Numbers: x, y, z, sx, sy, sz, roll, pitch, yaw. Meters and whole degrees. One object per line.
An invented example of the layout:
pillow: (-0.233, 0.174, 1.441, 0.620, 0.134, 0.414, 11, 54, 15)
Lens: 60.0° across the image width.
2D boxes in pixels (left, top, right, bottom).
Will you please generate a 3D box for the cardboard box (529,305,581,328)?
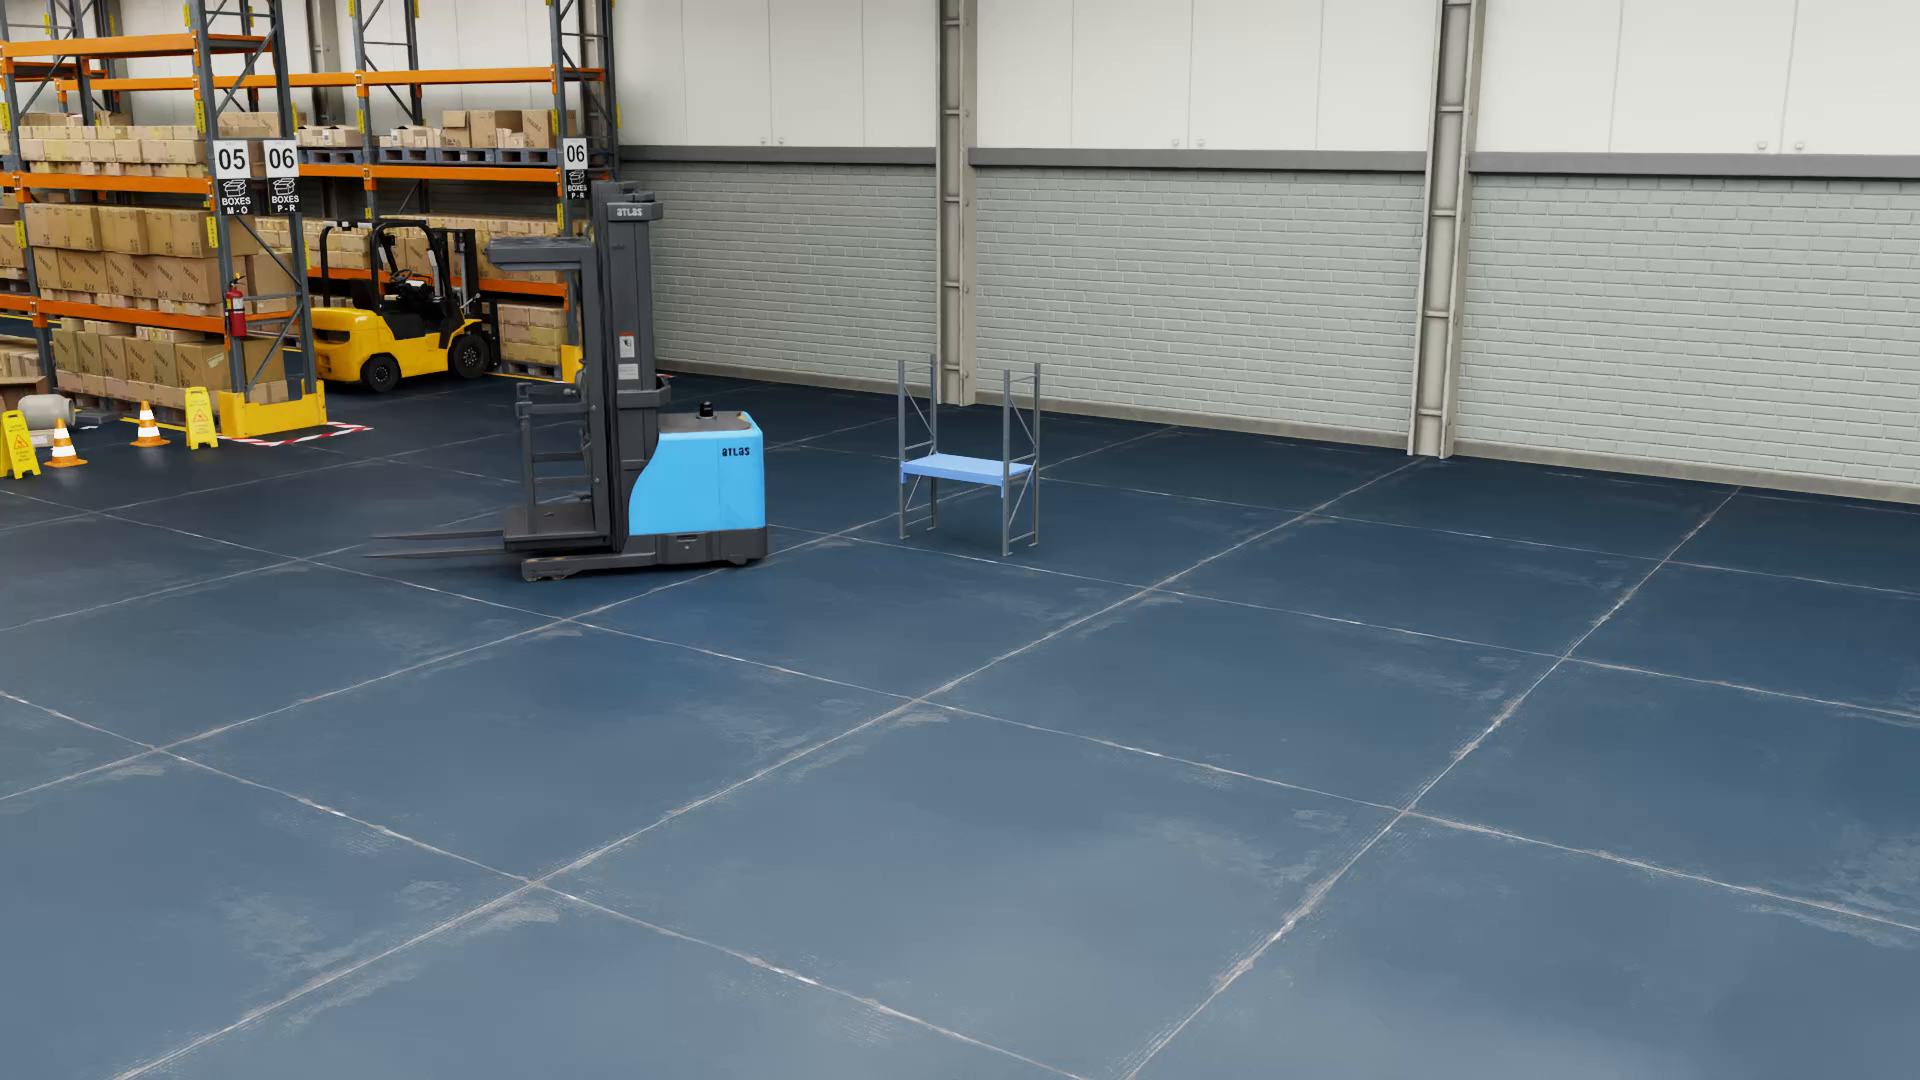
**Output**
cardboard box: (-5.502, -3.046, 22.652, 0.500, 0.250, 0.500, 10, 17, 35)

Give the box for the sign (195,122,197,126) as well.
sign: (-11.888, -6.364, 25.970, 0.005, 0.325, 0.100, 9, 17, 33)

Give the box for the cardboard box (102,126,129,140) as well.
cardboard box: (-9.449, -4.608, 18.817, 0.250, 0.149, 0.380, 10, 17, 34)

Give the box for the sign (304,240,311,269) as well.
sign: (-7.410, -3.230, 18.827, 0.005, 0.325, 0.100, 9, 17, 33)

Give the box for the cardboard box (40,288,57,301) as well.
cardboard box: (-10.950, -3.010, 20.262, 0.250, 0.149, 0.380, 9, 17, 33)

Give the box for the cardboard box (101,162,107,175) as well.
cardboard box: (-9.629, -4.274, 19.127, 0.250, 0.149, 0.380, 9, 17, 33)

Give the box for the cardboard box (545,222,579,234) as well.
cardboard box: (-5.361, -4.206, 22.393, 0.250, 0.149, 0.380, 9, 17, 33)

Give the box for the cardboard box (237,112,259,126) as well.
cardboard box: (-10.644, -6.328, 25.612, 0.500, 0.500, 0.700, 9, 16, 32)

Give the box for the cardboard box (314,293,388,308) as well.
cardboard box: (-9.344, -3.453, 25.596, 0.625, 0.625, 0.875, 9, 17, 32)

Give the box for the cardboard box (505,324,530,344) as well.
cardboard box: (-5.934, -2.876, 23.006, 0.500, 0.250, 0.500, 9, 17, 32)

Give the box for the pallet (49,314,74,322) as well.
pallet: (-15.472, -4.040, 29.703, 1.213, 0.211, 1.003, 9, 17, 33)

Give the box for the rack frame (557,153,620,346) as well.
rack frame: (-4.946, -3.692, 22.494, 0.127, 3.000, 1.000, 9, 17, 33)

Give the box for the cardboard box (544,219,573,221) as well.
cardboard box: (-5.530, -4.362, 23.023, 0.250, 0.149, 0.380, 10, 17, 34)

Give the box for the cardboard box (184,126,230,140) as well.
cardboard box: (-8.158, -4.409, 18.014, 0.250, 0.149, 0.380, 9, 17, 33)

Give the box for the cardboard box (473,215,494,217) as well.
cardboard box: (-6.787, -4.575, 23.886, 0.250, 0.149, 0.380, 9, 16, 32)

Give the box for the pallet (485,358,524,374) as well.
pallet: (-6.612, -2.596, 23.872, 1.213, 0.211, 1.003, 9, 17, 33)

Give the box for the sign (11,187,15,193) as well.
sign: (-17.896, -6.661, 31.421, 0.005, 0.325, 0.100, 9, 17, 33)

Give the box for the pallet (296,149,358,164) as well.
pallet: (-10.041, -5.906, 25.591, 1.213, 0.211, 1.003, 10, 17, 35)

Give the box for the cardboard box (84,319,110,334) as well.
cardboard box: (-10.195, -2.556, 19.843, 0.250, 0.149, 0.380, 10, 17, 35)

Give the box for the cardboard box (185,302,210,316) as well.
cardboard box: (-8.415, -2.599, 18.603, 0.250, 0.149, 0.380, 9, 16, 32)

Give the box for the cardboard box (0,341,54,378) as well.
cardboard box: (-12.067, -2.332, 21.595, 0.625, 0.372, 0.950, 10, 17, 36)

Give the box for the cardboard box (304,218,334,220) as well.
cardboard box: (-10.071, -4.979, 26.135, 0.250, 0.149, 0.380, 9, 16, 32)

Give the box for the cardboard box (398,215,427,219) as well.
cardboard box: (-7.888, -4.621, 24.069, 0.250, 0.149, 0.380, 9, 17, 34)

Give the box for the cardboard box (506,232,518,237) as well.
cardboard box: (-5.999, -4.157, 22.814, 0.250, 0.149, 0.380, 9, 17, 32)

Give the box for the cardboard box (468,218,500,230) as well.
cardboard box: (-6.637, -4.410, 23.219, 0.250, 0.149, 0.380, 9, 17, 34)

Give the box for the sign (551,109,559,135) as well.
sign: (-5.260, -5.433, 21.607, 0.005, 0.325, 0.100, 9, 17, 33)

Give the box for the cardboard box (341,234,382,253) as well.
cardboard box: (-8.815, -4.413, 24.679, 0.500, 0.250, 0.500, 9, 16, 32)

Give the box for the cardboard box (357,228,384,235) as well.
cardboard box: (-8.672, -4.593, 24.578, 0.250, 0.149, 0.380, 10, 17, 35)

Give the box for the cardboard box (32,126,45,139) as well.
cardboard box: (-10.721, -4.823, 19.684, 0.250, 0.149, 0.380, 10, 17, 34)

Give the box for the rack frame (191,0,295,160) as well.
rack frame: (-7.713, -5.614, 17.773, 0.127, 3.000, 1.000, 9, 17, 33)

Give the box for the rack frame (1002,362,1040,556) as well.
rack frame: (0.493, -0.648, 13.321, 0.032, 1.500, 0.500, 9, 17, 33)

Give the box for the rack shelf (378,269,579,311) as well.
rack shelf: (-6.605, -3.611, 23.664, 4.000, 0.370, 1.077, 9, 17, 33)

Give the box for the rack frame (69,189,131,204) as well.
rack frame: (-14.903, -5.301, 28.995, 0.127, 3.000, 1.000, 9, 17, 33)

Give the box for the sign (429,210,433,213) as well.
sign: (-7.956, -4.798, 24.996, 0.005, 0.325, 0.100, 9, 17, 33)

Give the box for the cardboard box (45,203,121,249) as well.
cardboard box: (-10.376, -3.741, 19.786, 0.500, 0.500, 0.700, 9, 17, 33)

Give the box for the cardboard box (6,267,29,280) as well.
cardboard box: (-11.613, -3.334, 20.697, 0.250, 0.149, 0.380, 9, 17, 34)

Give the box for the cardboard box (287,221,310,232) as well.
cardboard box: (-10.012, -4.779, 25.327, 0.250, 0.149, 0.380, 9, 16, 31)

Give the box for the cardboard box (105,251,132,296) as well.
cardboard box: (-9.553, -3.120, 19.357, 0.500, 0.500, 0.500, 9, 17, 33)

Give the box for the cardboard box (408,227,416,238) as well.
cardboard box: (-7.700, -4.433, 23.929, 0.250, 0.149, 0.380, 9, 17, 33)

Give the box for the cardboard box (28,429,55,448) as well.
cardboard box: (-9.927, -1.091, 17.919, 0.380, 0.149, 0.250, -7, 15, -25)

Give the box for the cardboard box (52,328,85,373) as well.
cardboard box: (-10.693, -2.338, 20.314, 0.500, 0.500, 0.500, 10, 17, 35)

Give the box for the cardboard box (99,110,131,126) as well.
cardboard box: (-14.373, -7.177, 28.290, 0.258, 0.266, 0.396, 9, 17, 33)

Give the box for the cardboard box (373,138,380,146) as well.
cardboard box: (-8.859, -5.968, 24.886, 0.250, 0.149, 0.380, 9, 17, 33)

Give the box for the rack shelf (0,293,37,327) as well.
rack shelf: (-12.691, -3.157, 21.831, 4.000, 0.370, 1.077, 9, 17, 33)

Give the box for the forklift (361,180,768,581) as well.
forklift: (-3.082, -1.251, 12.779, 3.031, 2.935, 1.130, -3, 14, -14)

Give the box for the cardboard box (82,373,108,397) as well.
cardboard box: (-10.244, -1.905, 20.124, 0.500, 0.250, 0.500, 10, 17, 36)

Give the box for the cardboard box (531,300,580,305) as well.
cardboard box: (-5.655, -3.215, 23.335, 0.500, 0.250, 0.500, 9, 17, 33)

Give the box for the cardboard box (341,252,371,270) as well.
cardboard box: (-8.829, -4.171, 24.742, 0.500, 0.250, 0.500, 10, 17, 34)

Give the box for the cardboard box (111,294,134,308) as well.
cardboard box: (-9.669, -2.808, 19.448, 0.250, 0.149, 0.380, 9, 17, 33)

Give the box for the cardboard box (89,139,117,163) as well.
cardboard box: (-9.558, -4.448, 18.999, 0.500, 0.250, 0.500, 9, 17, 33)

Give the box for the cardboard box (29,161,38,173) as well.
cardboard box: (-10.909, -4.480, 19.961, 0.250, 0.149, 0.380, 9, 16, 32)

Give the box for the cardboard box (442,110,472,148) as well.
cardboard box: (-6.707, -5.704, 23.086, 0.637, 0.503, 0.797, 10, 17, 35)

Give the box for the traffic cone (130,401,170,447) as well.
traffic cone: (-8.790, -1.271, 17.993, 0.334, 0.463, 0.336, 9, 17, 33)

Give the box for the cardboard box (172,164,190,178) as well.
cardboard box: (-8.390, -4.055, 18.240, 0.250, 0.149, 0.380, 9, 17, 33)

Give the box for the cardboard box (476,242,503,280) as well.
cardboard box: (-6.351, -3.894, 23.103, 0.500, 0.500, 0.500, 9, 16, 32)

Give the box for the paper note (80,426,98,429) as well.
paper note: (-9.931, -1.290, 18.972, 0.148, 0.019, 0.142, 3, 14, 14)

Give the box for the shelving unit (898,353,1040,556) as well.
shelving unit: (0.071, -0.717, 13.597, 1.048, 1.500, 0.538, 9, 17, 33)
